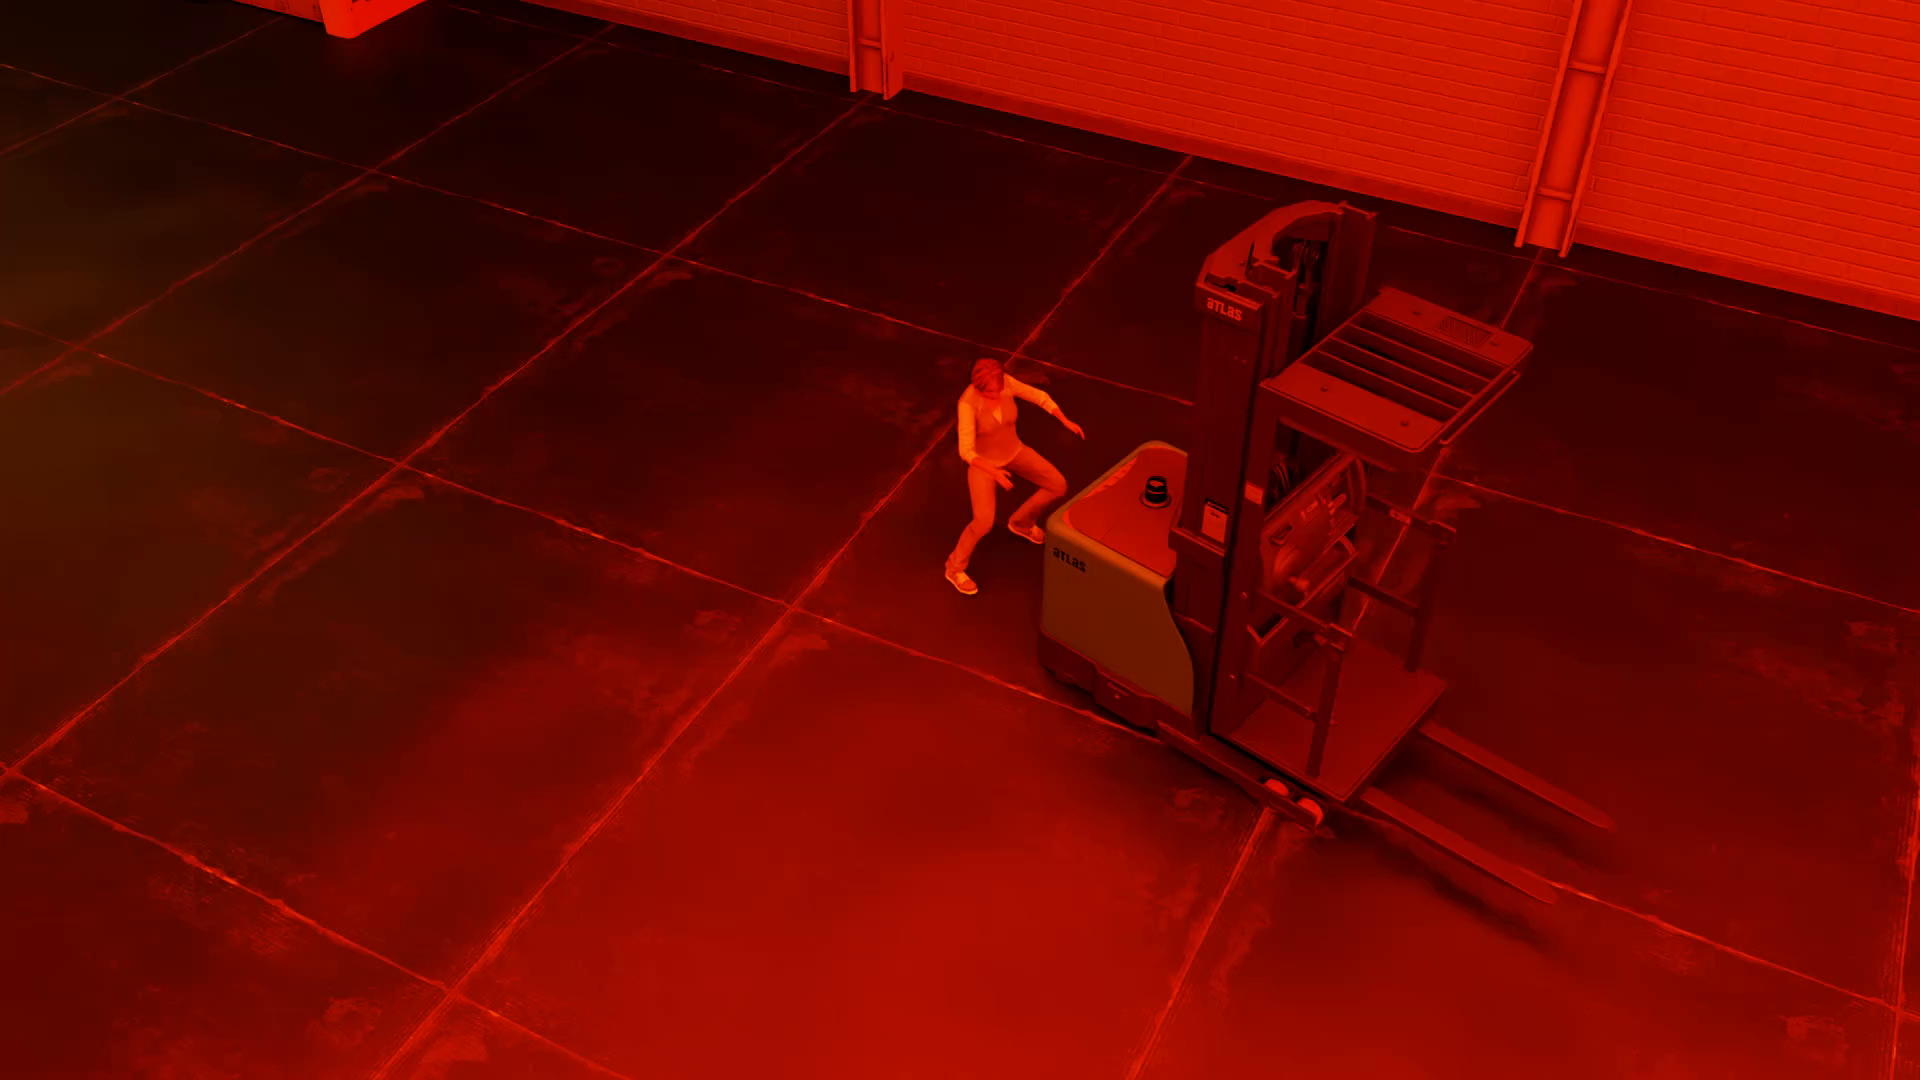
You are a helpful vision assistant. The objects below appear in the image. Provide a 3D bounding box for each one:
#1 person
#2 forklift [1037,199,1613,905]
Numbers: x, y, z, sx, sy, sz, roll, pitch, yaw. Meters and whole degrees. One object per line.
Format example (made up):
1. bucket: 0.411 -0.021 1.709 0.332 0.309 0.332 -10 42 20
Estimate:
1. person: 0.286 -0.400 9.679 0.823 1.358 0.680 -22 45 -24
2. forklift: 1.880 -0.024 8.015 3.031 2.935 1.130 29 48 30
